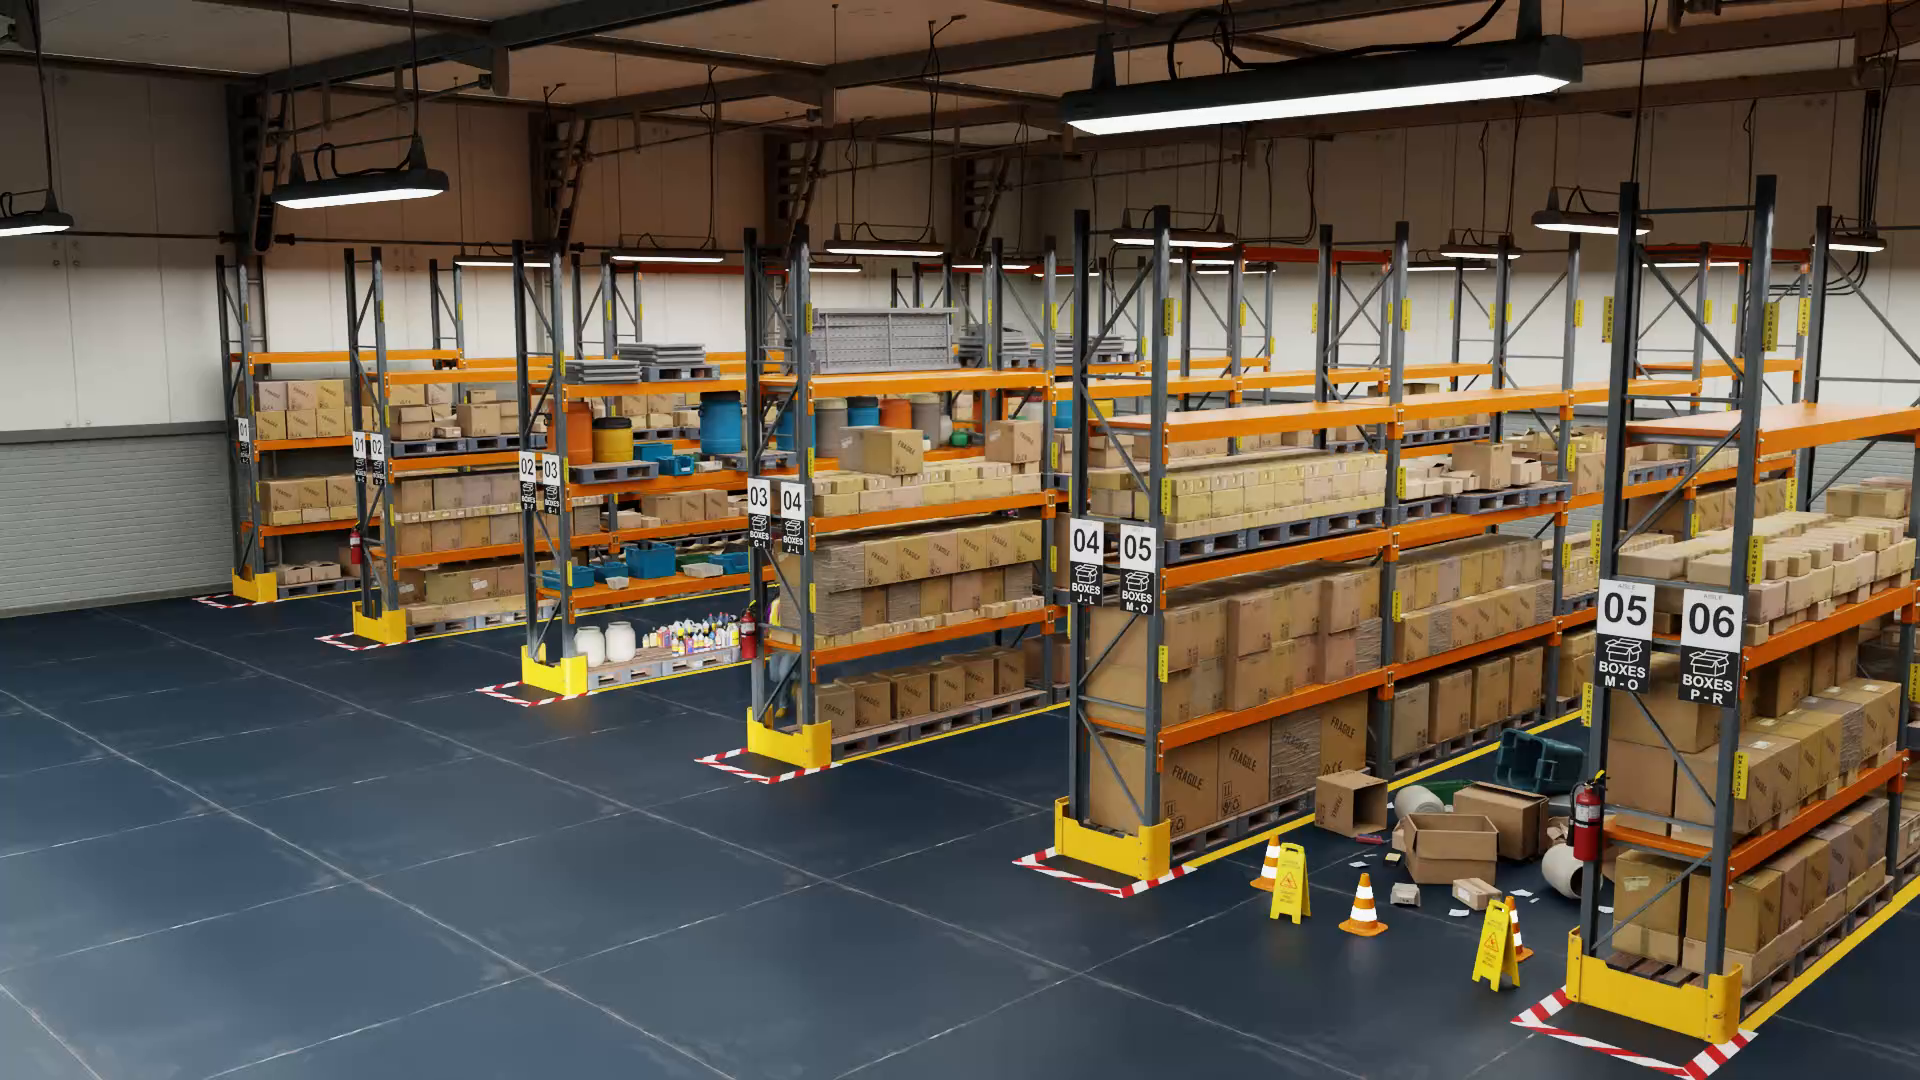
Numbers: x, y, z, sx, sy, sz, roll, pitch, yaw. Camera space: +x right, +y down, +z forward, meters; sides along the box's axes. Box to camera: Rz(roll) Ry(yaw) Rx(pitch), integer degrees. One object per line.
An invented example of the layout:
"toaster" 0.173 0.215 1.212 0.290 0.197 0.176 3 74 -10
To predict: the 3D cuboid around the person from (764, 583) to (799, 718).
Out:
"person" -2.166 1.352 21.073 0.710 1.737 0.654 4 9 26
